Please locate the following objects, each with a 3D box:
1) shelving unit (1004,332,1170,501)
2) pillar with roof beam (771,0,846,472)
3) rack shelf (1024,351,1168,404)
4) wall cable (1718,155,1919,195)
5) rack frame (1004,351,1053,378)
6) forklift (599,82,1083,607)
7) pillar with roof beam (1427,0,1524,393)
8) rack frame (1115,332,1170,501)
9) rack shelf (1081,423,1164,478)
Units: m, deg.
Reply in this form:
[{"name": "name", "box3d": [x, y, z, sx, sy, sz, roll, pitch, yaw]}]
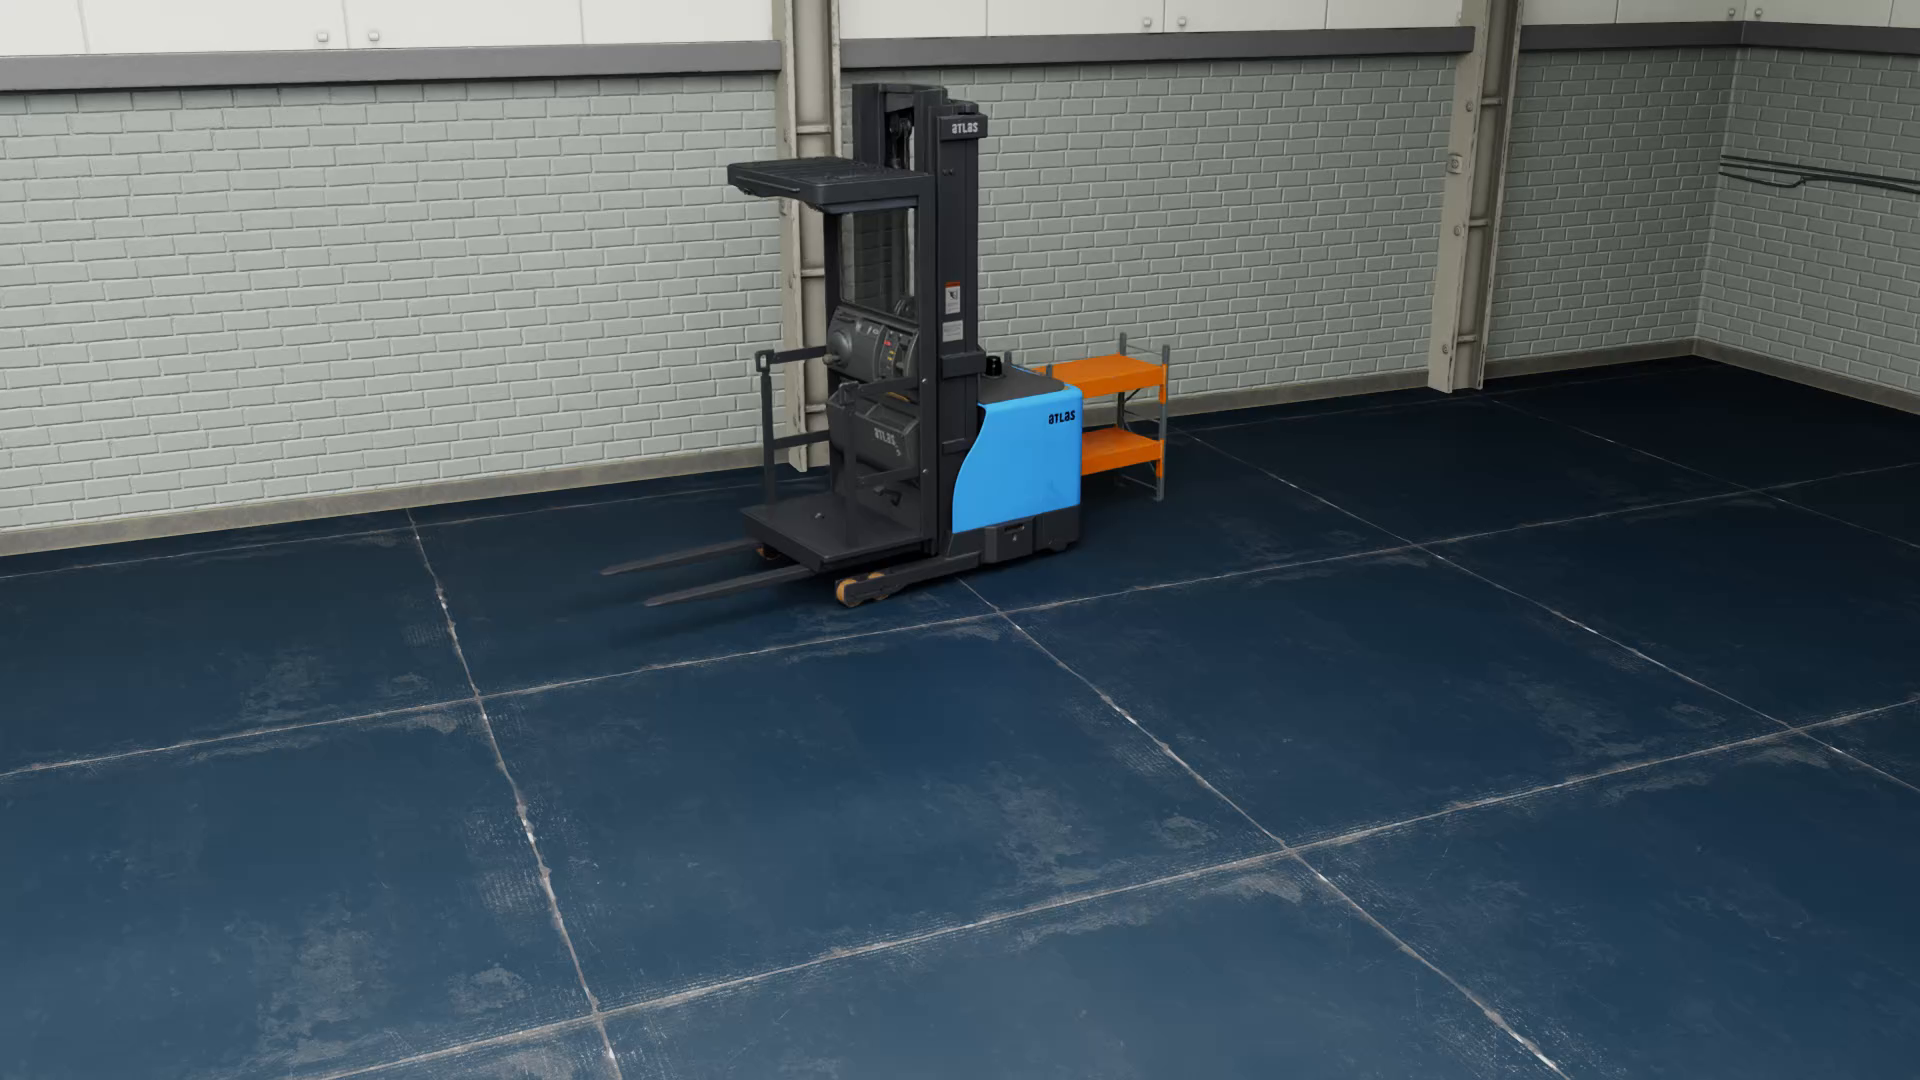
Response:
[{"name": "shelving unit", "box3d": [0.873, -0.780, 11.543, 1.048, 1.125, 0.538, -13, 23, -33]}, {"name": "pillar with roof beam", "box3d": [0.628, -3.514, 7.453, 0.400, 9.000, 9.100, -8, 21, -22]}, {"name": "rack shelf", "box3d": [0.873, -1.056, 11.446, 1.000, 0.278, 0.538, -13, 23, -33]}, {"name": "wall cable", "box3d": [7.661, -4.136, 13.895, 0.112, 2.526, 3.097, -8, 21, -22]}, {"name": "rack frame", "box3d": [0.456, -0.683, 11.268, 0.032, 1.125, 0.500, -13, 23, -33]}, {"name": "forklift", "box3d": [-0.703, -1.183, 9.968, 3.031, 2.935, 1.130, -13, 23, -33]}, {"name": "pillar with roof beam", "box3d": [6.137, -4.304, 9.695, 0.400, 9.000, 9.100, -8, 21, -22]}, {"name": "rack frame", "box3d": [1.290, -0.876, 11.817, 0.032, 1.125, 0.500, -13, 23, -33]}, {"name": "rack shelf", "box3d": [0.873, -0.549, 11.624, 1.000, 0.278, 0.538, -13, 23, -33]}]
